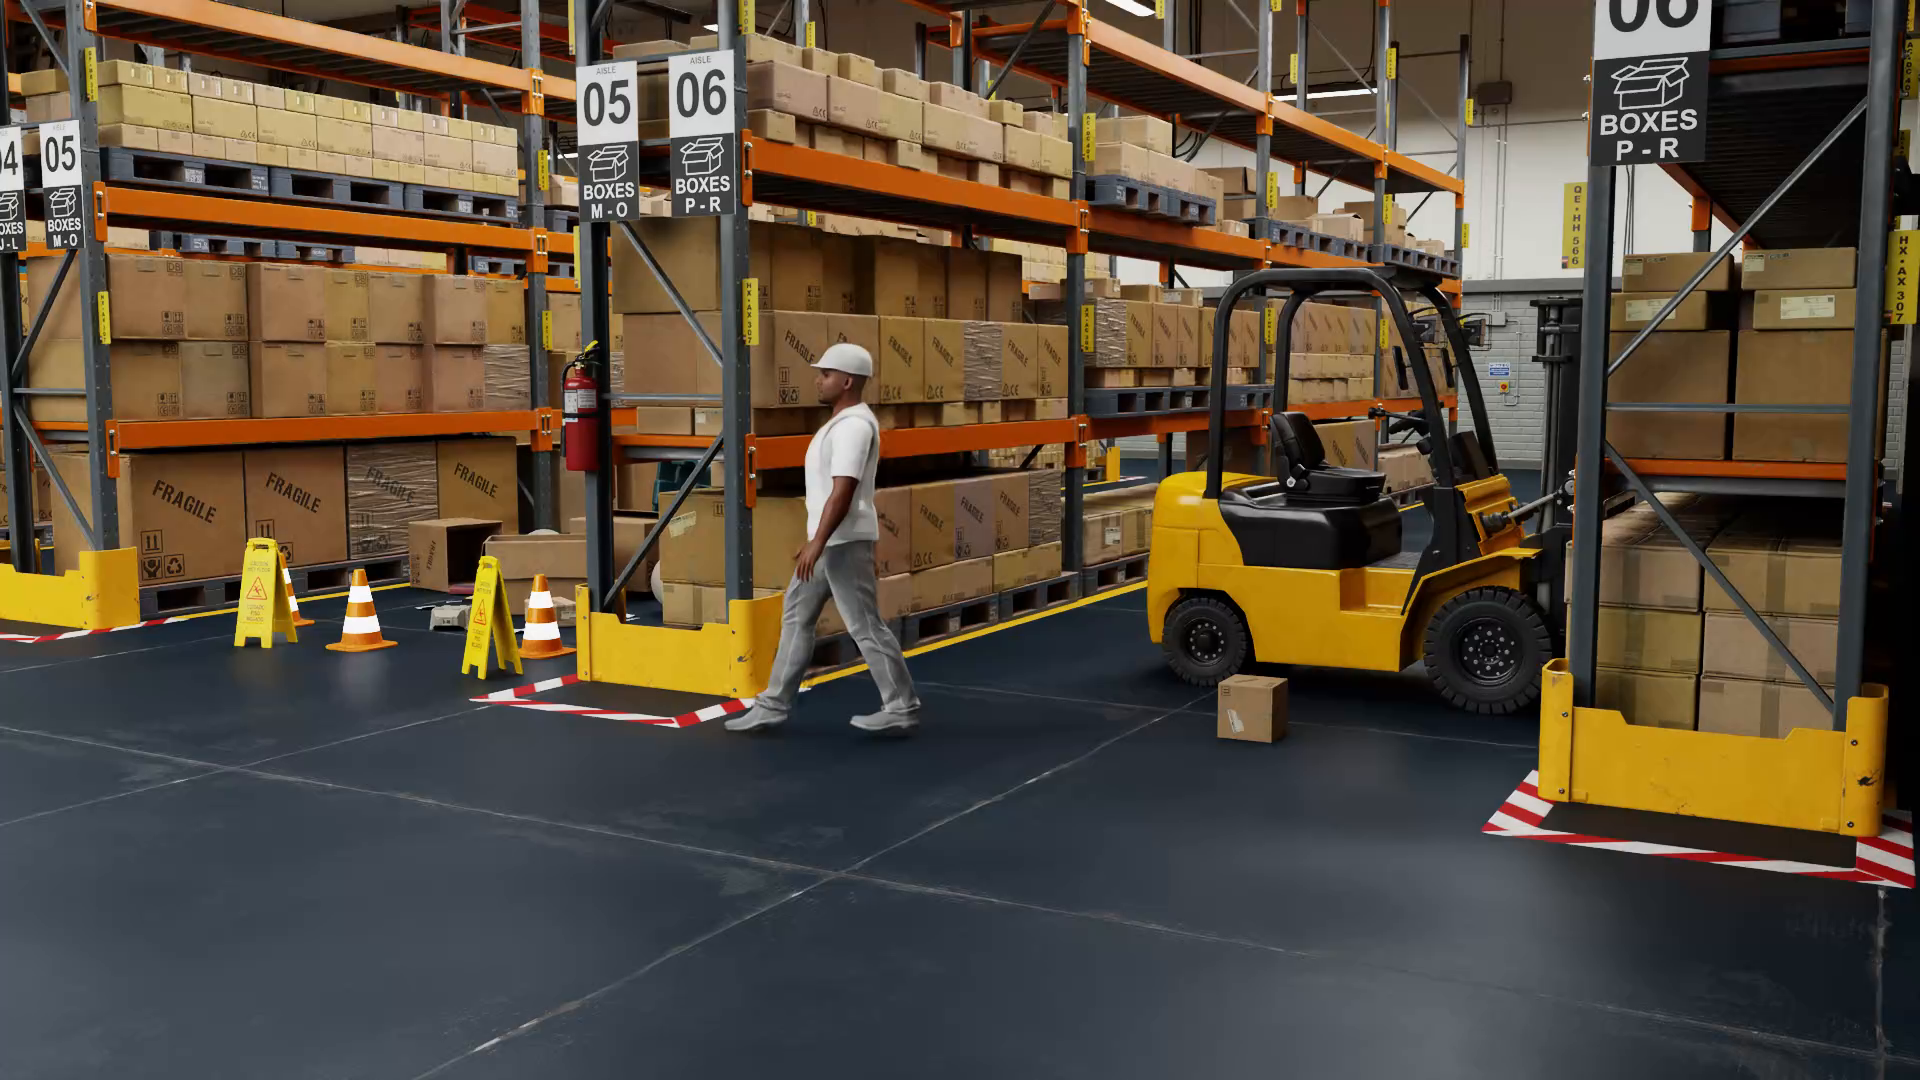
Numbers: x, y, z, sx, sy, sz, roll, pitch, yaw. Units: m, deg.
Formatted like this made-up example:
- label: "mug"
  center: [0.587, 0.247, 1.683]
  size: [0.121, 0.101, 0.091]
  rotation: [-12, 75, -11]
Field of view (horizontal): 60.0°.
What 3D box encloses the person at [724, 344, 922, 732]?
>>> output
- label: "person"
  center: [-0.618, 0.008, 7.419]
  size: [0.884, 1.758, 0.610]
  rotation: [-1, 6, -9]
